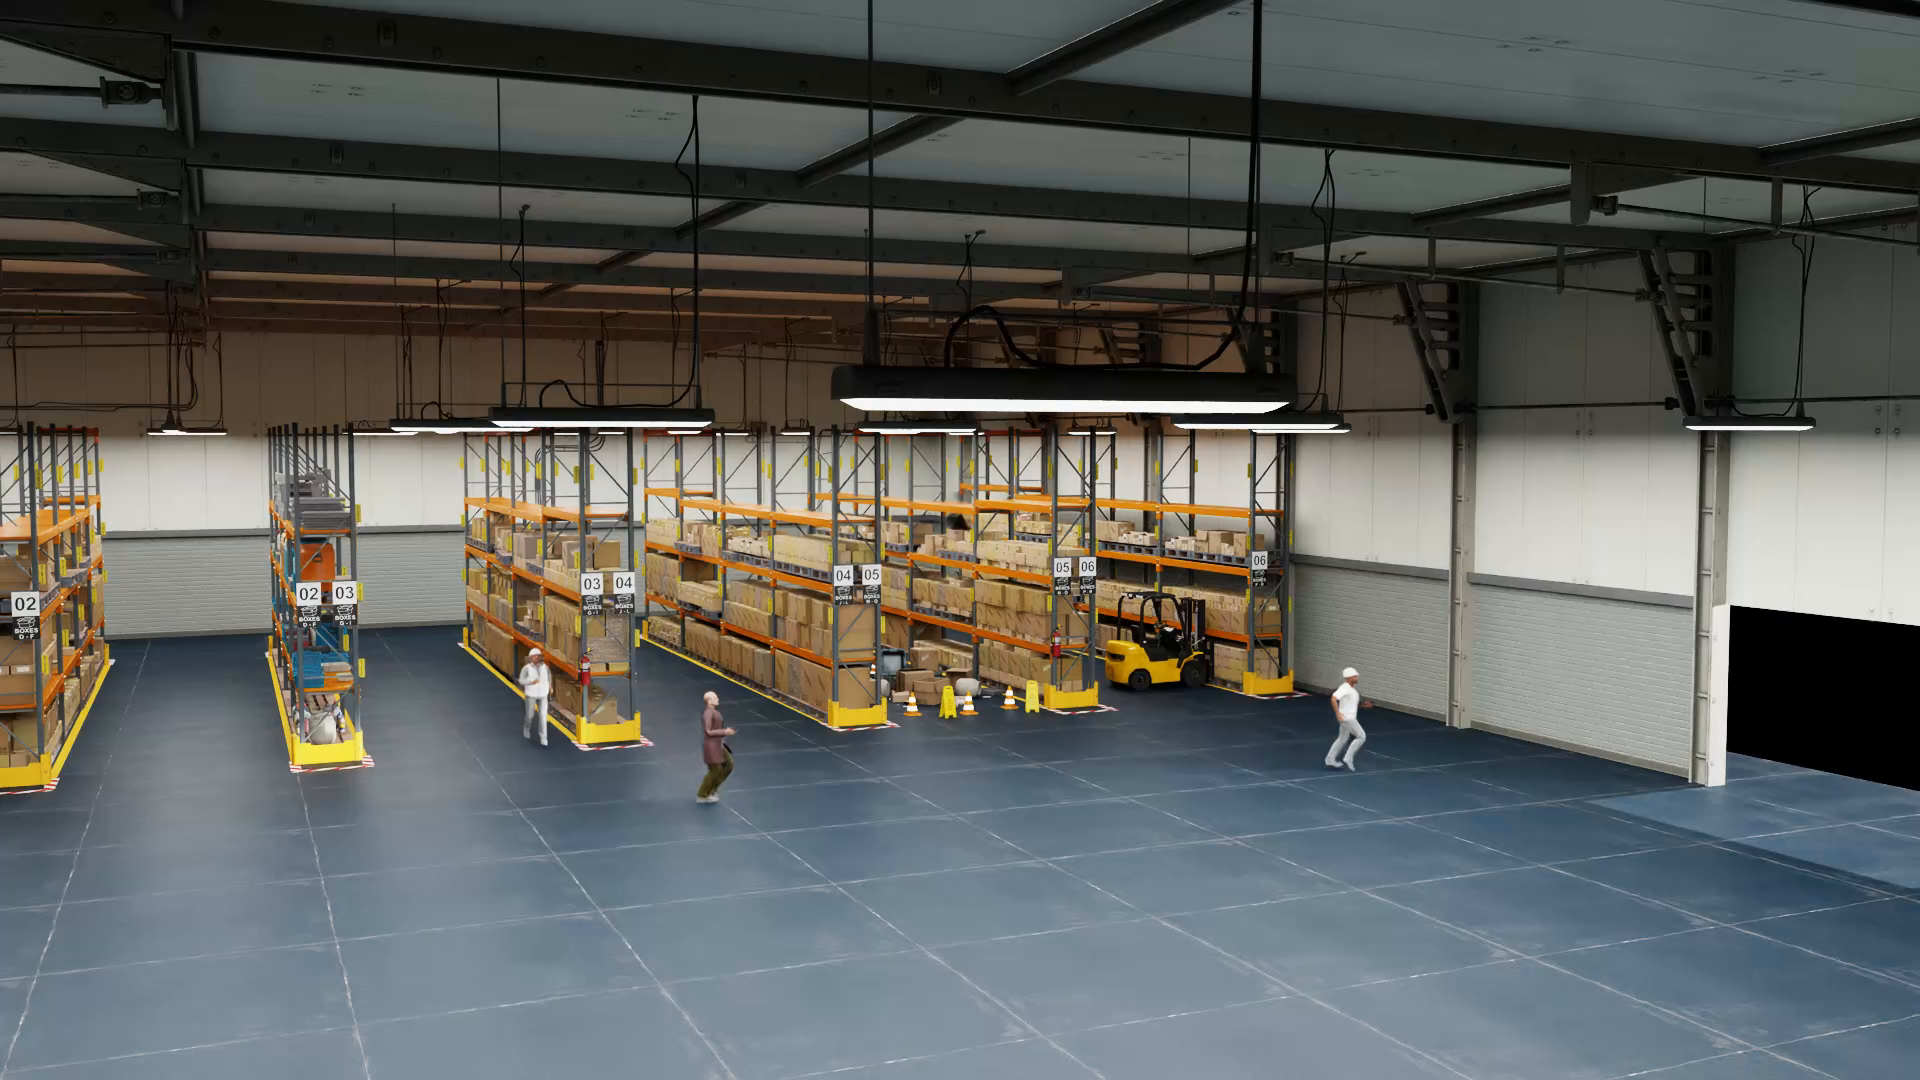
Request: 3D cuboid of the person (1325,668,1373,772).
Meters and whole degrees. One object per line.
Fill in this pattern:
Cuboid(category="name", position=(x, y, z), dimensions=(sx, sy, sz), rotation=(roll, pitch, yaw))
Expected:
Cuboid(category="person", position=(6.704, 3.096, 28.635), dimensions=(0.808, 1.787, 0.669), rotation=(1, 4, 15))

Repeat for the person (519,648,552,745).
Cuboid(category="person", position=(-7.941, 2.907, 31.194), dimensions=(0.667, 1.759, 0.964), rotation=(-2, 4, -29))

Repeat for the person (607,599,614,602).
Cuboid(category="person", position=(-9.361, 2.137, 45.284), dimensions=(0.583, 1.675, 0.867), rotation=(-1, 4, -14))

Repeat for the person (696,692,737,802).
Cuboid(category="person", position=(-3.801, 3.252, 26.062), dimensions=(0.681, 1.768, 0.690), rotation=(0, 3, 4))
